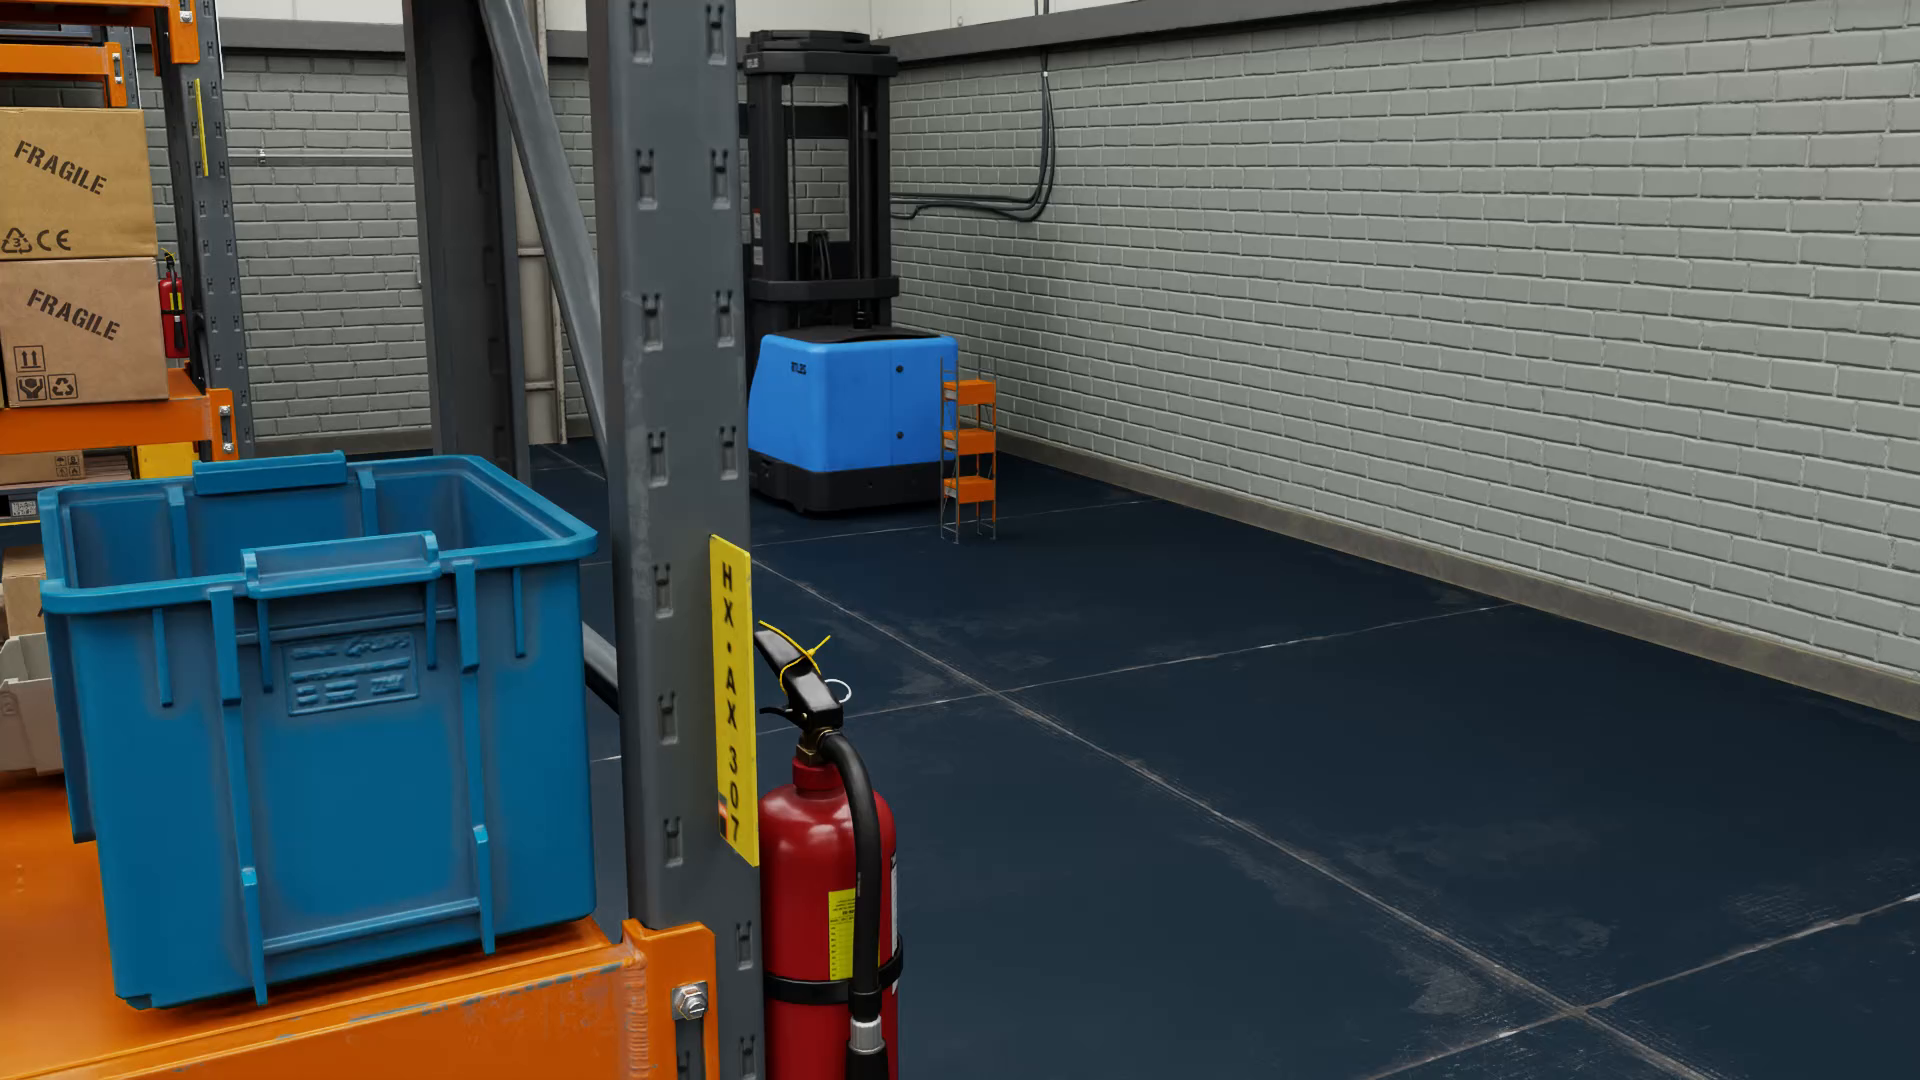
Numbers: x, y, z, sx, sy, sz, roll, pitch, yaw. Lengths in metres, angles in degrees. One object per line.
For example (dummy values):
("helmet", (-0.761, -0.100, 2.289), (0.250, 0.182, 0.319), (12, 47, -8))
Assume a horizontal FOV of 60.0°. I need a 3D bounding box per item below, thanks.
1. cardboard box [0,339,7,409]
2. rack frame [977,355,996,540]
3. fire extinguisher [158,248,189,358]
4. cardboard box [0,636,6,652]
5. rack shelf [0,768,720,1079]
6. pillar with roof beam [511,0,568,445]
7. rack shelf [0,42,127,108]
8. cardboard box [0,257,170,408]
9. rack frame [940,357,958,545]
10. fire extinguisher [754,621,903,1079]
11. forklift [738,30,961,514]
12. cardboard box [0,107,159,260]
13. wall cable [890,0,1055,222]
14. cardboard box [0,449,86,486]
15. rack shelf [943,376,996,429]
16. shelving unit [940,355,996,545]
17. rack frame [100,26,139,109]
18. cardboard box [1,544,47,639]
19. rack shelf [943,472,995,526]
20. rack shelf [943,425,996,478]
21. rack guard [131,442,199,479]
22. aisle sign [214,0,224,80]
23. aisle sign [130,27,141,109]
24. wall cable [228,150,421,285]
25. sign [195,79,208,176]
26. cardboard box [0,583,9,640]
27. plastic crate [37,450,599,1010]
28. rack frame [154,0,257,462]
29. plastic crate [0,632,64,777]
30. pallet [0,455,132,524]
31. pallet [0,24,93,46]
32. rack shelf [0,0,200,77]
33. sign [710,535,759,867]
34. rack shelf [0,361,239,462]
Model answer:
("cardboard box", (-3.593, -0.711, 5.709), (0.500, 0.500, 0.500), (-7, 14, -27))
("rack frame", (0.154, -0.531, 9.576), (0.008, 1.050, 0.200), (-7, 14, -28))
("fire extinguisher", (-4.900, -1.479, 10.373), (0.183, 0.674, 0.296), (-7, 14, -28))
("cardboard box", (-3.634, 0.480, 6.094), (0.250, 0.166, 0.380), (-7, 14, -28))
("rack shelf", (-2.262, 0.699, 1.309), (4.000, 0.370, 1.077), (-7, 14, -28))
("pillar with roof beam", (-1.235, -4.319, 8.306), (0.400, 9.000, 9.100), (-7, 14, -28))
("rack shelf", (-7.009, -2.673, 9.463), (4.000, 0.370, 1.077), (-7, 14, -28))
("cardboard box", (-3.139, -0.766, 5.955), (0.500, 0.500, 0.500), (-6, 14, -26))
("rack frame", (-0.060, -0.505, 9.462), (0.008, 1.050, 0.200), (-7, 14, -28))
("fire extinguisher", (-0.156, 0.429, 1.896), (0.183, 0.674, 0.296), (-7, 14, -28))
("forklift", (-1.154, -1.869, 11.237), (1.130, 2.935, 3.031), (-7, 14, -28))
("cardboard box", (-3.135, -1.254, 5.844), (0.500, 0.500, 0.500), (-7, 14, -28))
("wall cable", (-0.118, -3.709, 12.669), (0.112, 2.526, 3.097), (-7, 14, -28))
("cardboard box", (-5.820, -0.664, 10.464), (0.500, 0.500, 0.700), (-7, 14, -28))
("rack shelf", (0.047, -0.784, 9.459), (0.240, 0.259, 0.215), (-7, 14, -28))
("shelving unit", (0.047, -0.518, 9.519), (0.252, 1.050, 0.215), (-7, 14, -28))
("rack frame", (-5.253, -1.771, 10.649), (0.127, 3.000, 1.000), (-7, 14, -28))
("cardboard box", (-3.236, 0.292, 6.169), (0.500, 0.500, 0.500), (-7, 14, -28))
("rack shelf", (0.047, -0.236, 9.582), (0.240, 0.259, 0.215), (-7, 14, -28))
("rack shelf", (0.047, -0.507, 9.521), (0.240, 0.259, 0.215), (-7, 14, -28))
("rack guard", (-5.232, -0.554, 10.934), (0.348, 0.500, 1.175), (-7, 14, -28))
("aisle sign", (-2.670, -2.034, 5.893), (0.004, 0.787, 0.394), (-7, 14, -28))
("aisle sign", (-5.046, -2.989, 10.140), (0.004, 0.787, 0.394), (-7, 14, -28))
("wall cable", (-4.583, -2.584, 11.946), (1.851, 1.984, 0.084), (-7, 14, -28))
("sign", (-2.628, -1.427, 5.762), (0.005, 0.325, 0.100), (-7, 14, -28))
("cardboard box", (-3.929, 0.365, 6.417), (0.500, 0.250, 0.500), (-7, 14, -28))
("plastic crate", (-0.711, 0.162, 1.838), (0.499, 0.435, 0.616), (-7, 14, -28))
("rack frame", (-2.877, -0.817, 6.408), (0.127, 3.000, 1.000), (-7, 14, -28))
("plastic crate", (-1.202, 0.217, 2.275), (0.298, 0.136, 0.250), (-7, 14, -28))
("pallet", (-5.918, -0.312, 10.514), (1.213, 0.211, 1.003), (-7, 14, -28))
("pallet", (-5.899, -3.112, 9.973), (1.213, 0.211, 1.003), (-7, 14, -28))
("rack shelf", (-4.632, -1.719, 5.223), (4.000, 0.370, 1.077), (-7, 14, -28))
("sign", (-0.229, 0.162, 1.684), (0.005, 0.325, 0.100), (-7, 14, -28))
("rack shelf", (-4.632, -0.256, 5.552), (4.000, 0.370, 1.077), (-7, 14, -28))
